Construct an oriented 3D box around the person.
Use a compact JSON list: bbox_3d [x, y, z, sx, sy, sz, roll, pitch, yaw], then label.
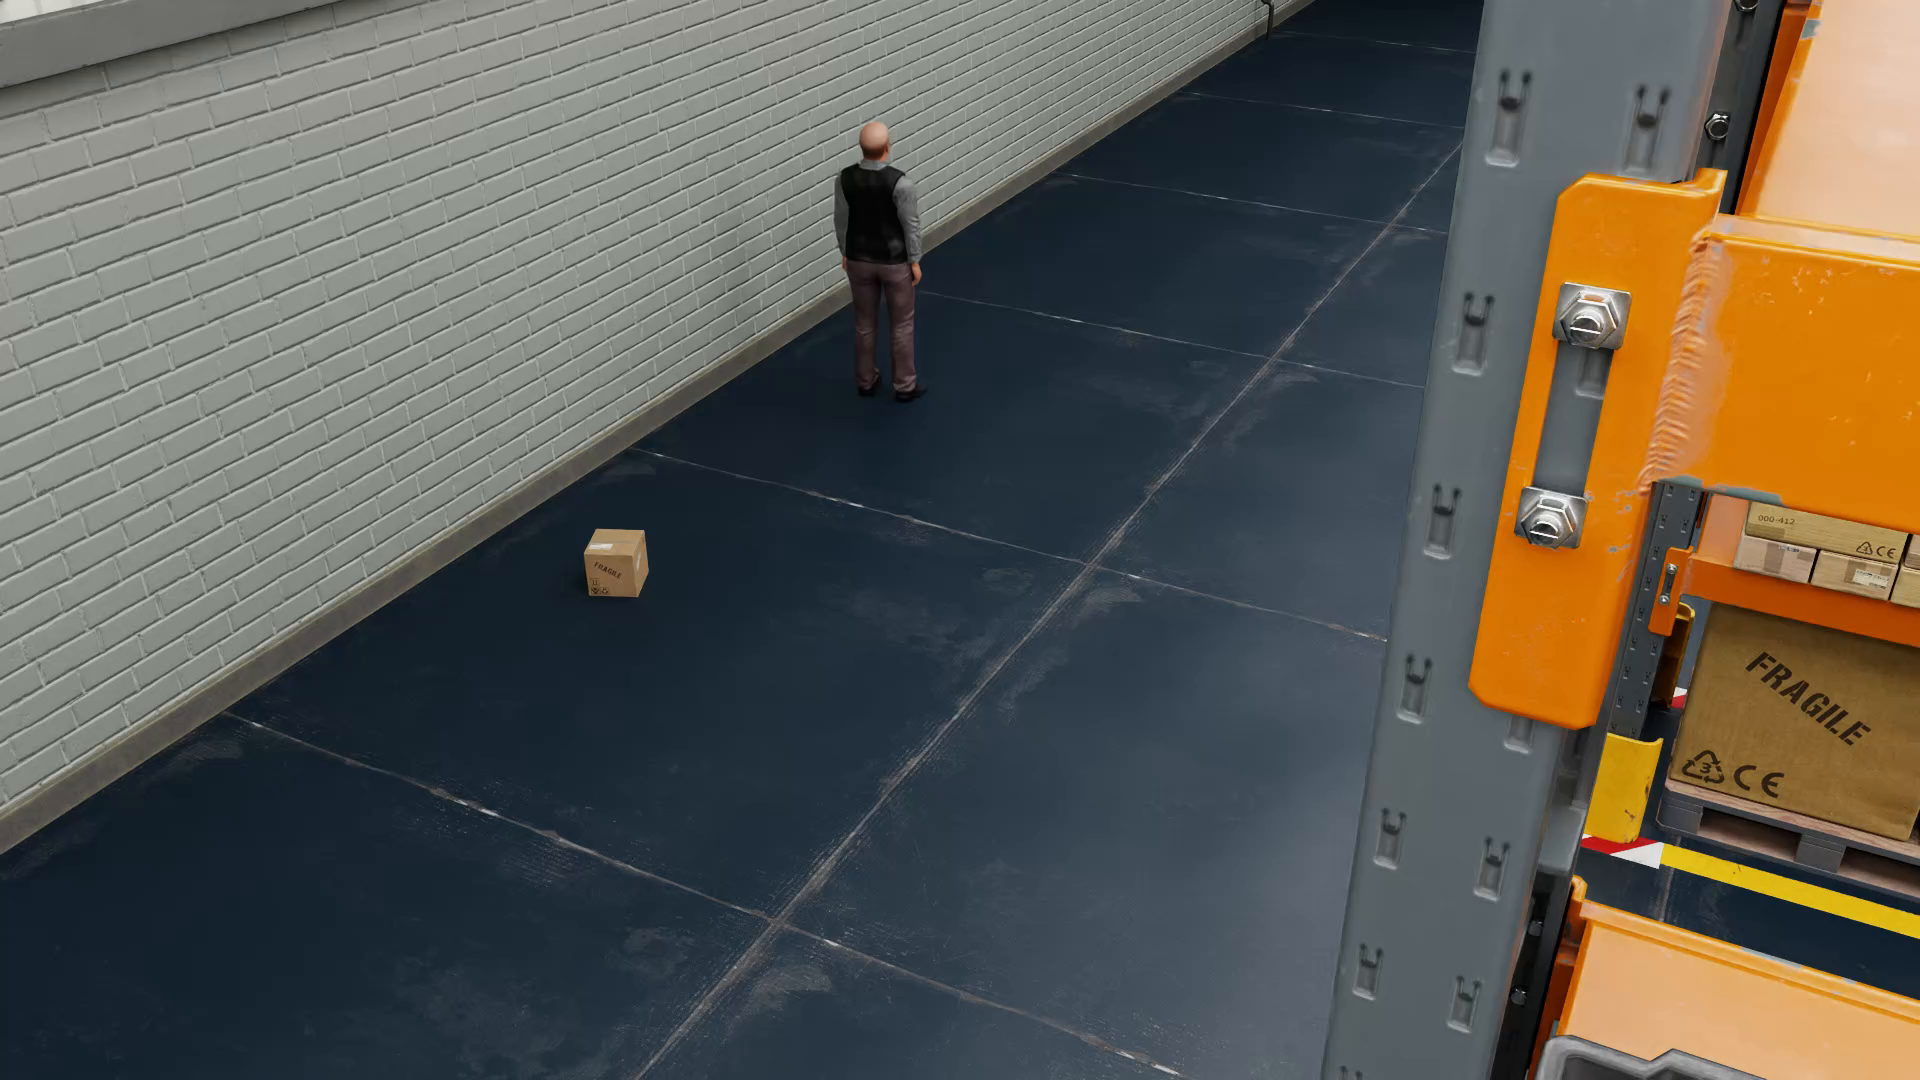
[{"bbox_3d":[-0.476,-1.678,10.086,0.538,1.745,0.378,9,31,15],"label":"person"}]
